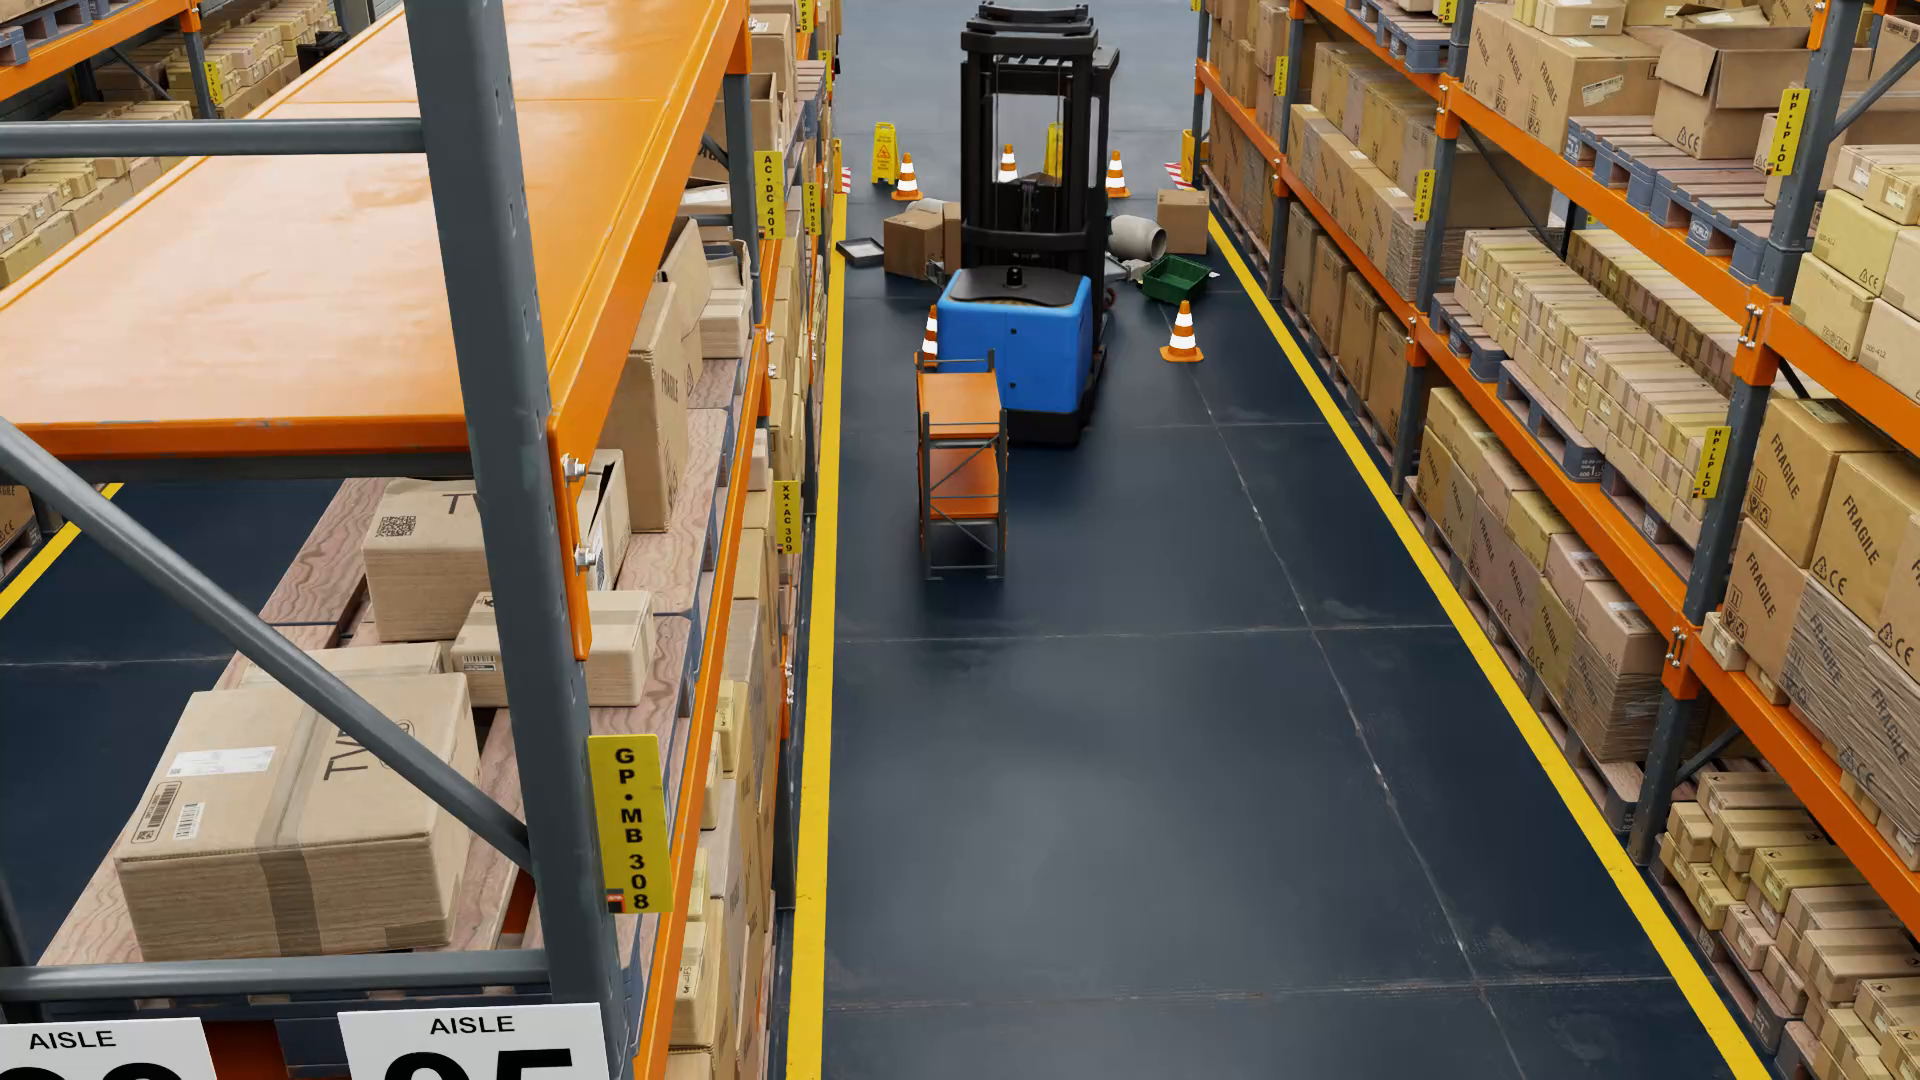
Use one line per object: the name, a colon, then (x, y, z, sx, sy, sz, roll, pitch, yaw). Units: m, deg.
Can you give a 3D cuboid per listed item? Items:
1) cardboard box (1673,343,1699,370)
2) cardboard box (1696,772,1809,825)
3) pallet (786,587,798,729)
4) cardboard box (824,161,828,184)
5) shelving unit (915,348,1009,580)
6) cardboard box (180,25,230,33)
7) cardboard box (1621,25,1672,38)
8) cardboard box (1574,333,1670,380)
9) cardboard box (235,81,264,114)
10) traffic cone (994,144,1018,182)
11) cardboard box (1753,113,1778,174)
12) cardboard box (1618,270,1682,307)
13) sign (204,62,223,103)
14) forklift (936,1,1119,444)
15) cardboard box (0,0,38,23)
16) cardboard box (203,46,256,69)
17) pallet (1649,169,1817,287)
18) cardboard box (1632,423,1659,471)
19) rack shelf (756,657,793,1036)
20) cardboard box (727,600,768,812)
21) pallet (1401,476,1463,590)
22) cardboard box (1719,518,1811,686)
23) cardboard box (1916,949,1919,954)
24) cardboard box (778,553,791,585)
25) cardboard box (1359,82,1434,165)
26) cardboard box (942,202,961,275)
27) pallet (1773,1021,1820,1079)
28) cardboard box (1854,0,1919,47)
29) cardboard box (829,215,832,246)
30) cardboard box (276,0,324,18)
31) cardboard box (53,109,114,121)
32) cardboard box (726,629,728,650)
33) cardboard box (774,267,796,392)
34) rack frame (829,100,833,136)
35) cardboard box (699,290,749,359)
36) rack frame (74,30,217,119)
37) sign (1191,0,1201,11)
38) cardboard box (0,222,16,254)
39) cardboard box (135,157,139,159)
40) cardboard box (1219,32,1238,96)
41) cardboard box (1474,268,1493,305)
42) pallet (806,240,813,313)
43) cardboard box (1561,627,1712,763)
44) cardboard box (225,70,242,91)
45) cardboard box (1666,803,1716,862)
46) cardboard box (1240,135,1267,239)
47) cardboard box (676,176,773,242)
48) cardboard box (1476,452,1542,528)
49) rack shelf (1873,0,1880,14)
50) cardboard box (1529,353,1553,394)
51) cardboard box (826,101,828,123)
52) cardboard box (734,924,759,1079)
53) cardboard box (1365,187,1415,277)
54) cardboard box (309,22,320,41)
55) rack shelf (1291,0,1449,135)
cardboard box: (4.042, -0.945, 8.877, 0.380, 0.149, 0.250, -2, 28, -4)
cardboard box: (3.498, 1.155, 7.340, 0.380, 0.149, 0.250, 0, 28, -1)
pallet: (-1.434, 0.660, 9.319, 1.003, 0.211, 1.213, -1, 28, -3)
cardboard box: (-1.377, -3.277, 14.859, 0.380, 0.149, 0.250, -1, 28, -2)
shelving unit: (0.000, -0.496, 10.546, 0.538, 1.125, 1.048, -1, 28, -3)
cardboard box: (-6.978, -4.666, 15.384, 0.380, 0.149, 0.250, -1, 28, -2)
cardboard box: (3.800, -2.557, 9.119, 0.500, 0.500, 0.500, -1, 28, -3)
cardboard box: (3.404, -0.945, 8.554, 0.380, 0.149, 0.250, -3, 28, -5)
cardboard box: (-6.432, -3.726, 14.604, 0.500, 0.500, 0.500, -1, 28, -2)
traffic cone: (0.524, -4.091, 18.155, 0.336, 0.463, 0.334, -1, 28, -3)
cardboard box: (3.850, -1.712, 7.249, 0.500, 0.311, 0.500, -2, 28, -3)
cardboard box: (4.003, -1.434, 9.492, 0.380, 0.149, 0.250, -1, 28, -1)
sign: (-6.084, -3.726, 13.546, 0.100, 0.325, 0.005, -1, 28, -3)
forklift: (0.592, -2.651, 12.726, 1.130, 2.935, 3.031, 5, 28, 9)
cardboard box: (-6.338, -3.559, 10.478, 0.700, 0.500, 0.500, -2, 28, -4)
cardboard box: (-6.383, -4.206, 14.501, 0.380, 0.149, 0.250, -1, 28, -1)
pallet: (3.761, -1.358, 7.131, 1.213, 0.211, 1.003, -1, 28, -3)
cardboard box: (3.444, -0.445, 7.918, 0.380, 0.149, 0.250, 0, 28, 0)
rack shelf: (-1.147, 1.585, 5.307, 1.077, 0.370, 4.000, -1, 28, -3)
cardboard box: (-0.897, 0.536, 5.352, 0.500, 0.500, 0.500, -1, 28, -2)
pallet: (3.517, -0.073, 10.725, 1.003, 0.211, 1.213, -1, 28, -3)
cardboard box: (3.461, 0.235, 6.688, 0.500, 0.500, 0.500, -2, 28, -4)
cardboard box: (3.994, 1.626, 6.757, 0.380, 0.149, 0.250, -1, 28, -2)
cardboard box: (-0.993, -0.022, 7.233, 0.500, 0.250, 0.500, -2, 28, -4)
cardboard box: (3.381, -3.072, 12.270, 0.700, 0.500, 0.500, -2, 28, -3)
cardboard box: (0.107, -2.636, 14.507, 0.500, 0.500, 0.500, -1, 28, -3)
pallet: (3.824, 2.287, 6.199, 1.003, 0.211, 1.213, -1, 28, -3)
cardboard box: (7.929, -4.412, 14.516, 0.500, 0.500, 0.500, -1, 28, -3)
cardboard box: (-1.469, -2.844, 15.541, 0.500, 0.250, 0.500, 0, 28, 0)
cardboard box: (-6.562, -5.268, 16.537, 0.380, 0.149, 0.250, -1, 28, -3)
cardboard box: (-6.860, -3.269, 13.028, 0.380, 0.149, 0.250, -2, 28, -4)
cardboard box: (-0.914, 0.294, 5.114, 0.380, 0.149, 0.250, -2, 28, -4)
cardboard box: (-1.098, -1.060, 8.411, 0.500, 0.500, 0.500, -2, 28, -3)
rack frame: (-1.878, -5.199, 17.537, 1.000, 3.000, 0.127, -1, 28, -3)
cardboard box: (-0.885, -0.697, 5.371, 0.380, 0.149, 0.250, -1, 28, -1)
rack frame: (-6.626, -3.230, 13.762, 1.000, 3.000, 0.127, -1, 28, -3)
sign: (2.506, -5.773, 17.616, 0.100, 0.325, 0.005, -1, 28, -3)
cardboard box: (-6.139, -1.869, 10.343, 0.380, 0.149, 0.250, -1, 28, -1)
cardboard box: (-6.297, -2.936, 12.388, 0.380, 0.149, 0.250, -2, 28, -4)
cardboard box: (3.079, -4.746, 16.506, 0.875, 0.550, 0.550, -1, 28, -3)
cardboard box: (3.319, -1.524, 9.987, 0.380, 0.149, 0.250, 0, 28, 0)
pallet: (-1.604, -1.746, 11.124, 1.213, 0.211, 1.003, -1, 28, -3)
cardboard box: (3.396, 0.763, 8.355, 0.500, 0.500, 0.500, -2, 28, -4)
cardboard box: (-6.436, -3.955, 14.342, 0.380, 0.149, 0.250, -1, 28, -3)
cardboard box: (3.386, 1.298, 7.388, 0.380, 0.149, 0.250, 0, 28, 0)
cardboard box: (3.255, -3.470, 16.066, 0.875, 0.875, 0.875, -1, 28, -2)
cardboard box: (-0.928, -1.353, 6.611, 0.396, 0.266, 0.258, -2, 28, -3)
cardboard box: (3.312, -0.294, 9.570, 0.500, 0.250, 0.500, -1, 28, -2)
rack shelf: (8.123, -5.526, 15.697, 1.077, 0.370, 4.000, -1, 28, -3)
cardboard box: (3.371, -0.922, 9.153, 0.380, 0.149, 0.250, -1, 28, -2)
cardboard box: (-1.423, -3.985, 15.480, 0.380, 0.149, 0.250, -1, 28, -2)
cardboard box: (-0.844, 1.449, 4.683, 0.500, 0.500, 0.500, -2, 28, -3)
cardboard box: (3.161, -2.147, 11.577, 0.500, 0.500, 0.500, -1, 28, -3)
cardboard box: (-6.541, -5.017, 16.379, 0.380, 0.149, 0.250, -1, 28, -2)
rack shelf: (3.373, -3.605, 12.015, 1.077, 0.370, 4.000, -1, 28, -3)
